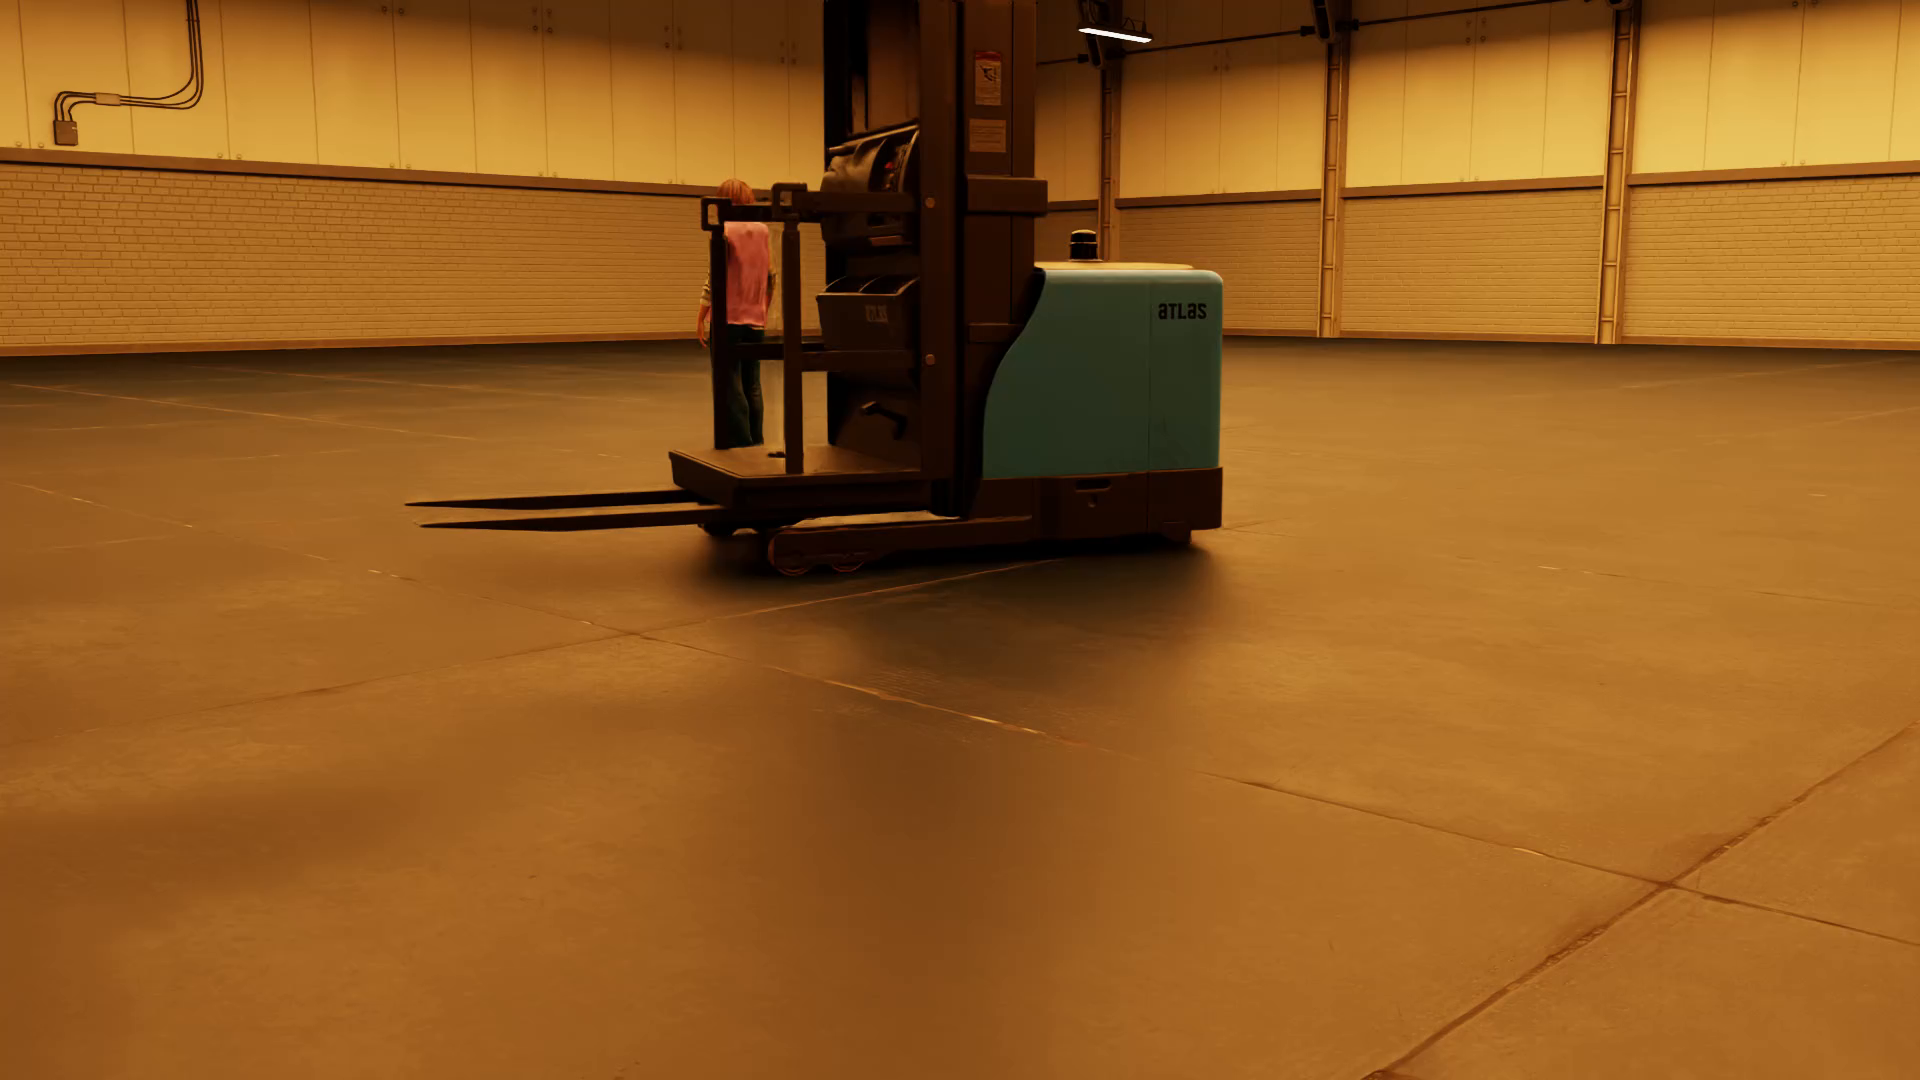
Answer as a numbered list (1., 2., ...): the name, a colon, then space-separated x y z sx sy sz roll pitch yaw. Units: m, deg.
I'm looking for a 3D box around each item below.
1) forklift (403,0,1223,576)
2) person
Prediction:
1. forklift: -0.532 -1.410 6.238 3.031 2.935 1.130 -4 9 -23
2. person: -1.294 -1.213 9.359 0.475 1.597 0.520 8 12 43
